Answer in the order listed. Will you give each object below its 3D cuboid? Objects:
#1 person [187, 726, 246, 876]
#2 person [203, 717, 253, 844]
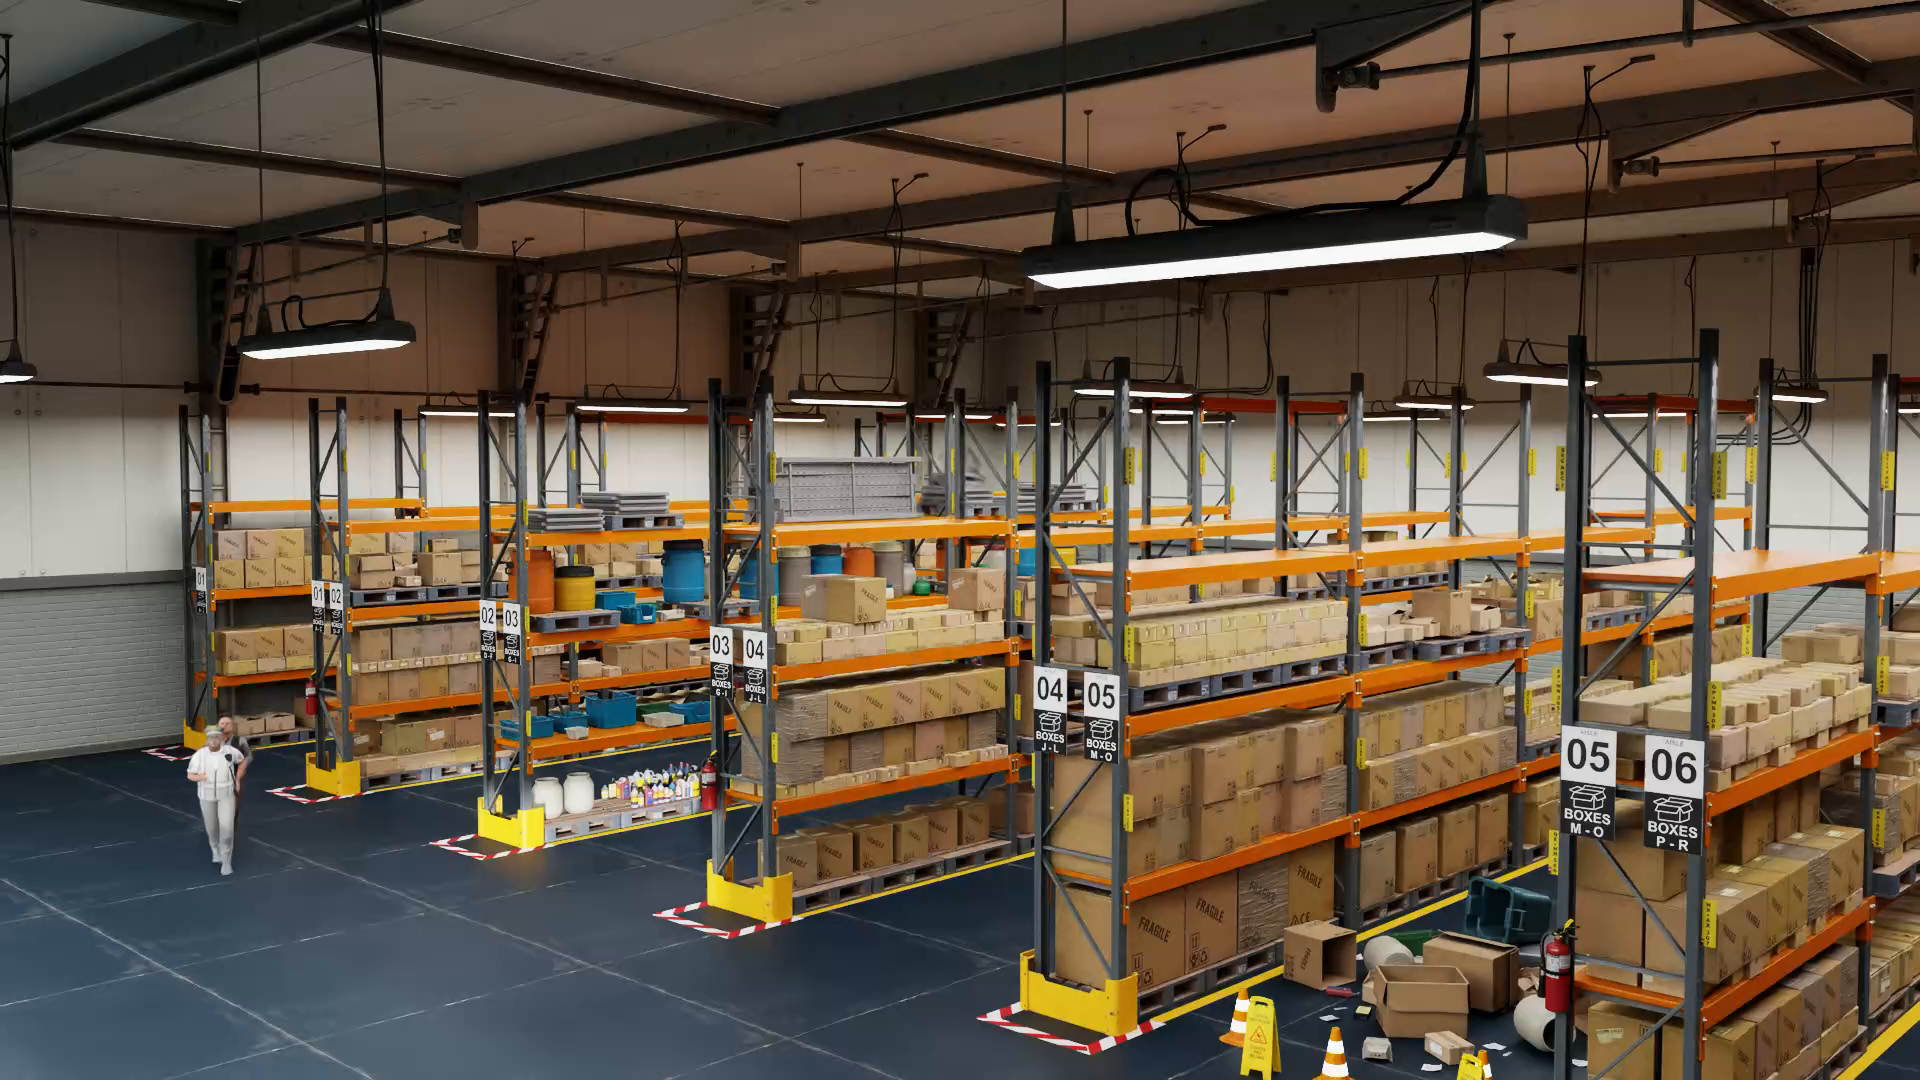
[{"bbox_3d":[-9.199,3.203,20.582,0.643,1.852,0.819,-1,3,-18],"label":"person"},{"bbox_3d":[-9.692,3.171,21.906,0.600,1.673,0.604,-1,3,-22],"label":"person"}]
